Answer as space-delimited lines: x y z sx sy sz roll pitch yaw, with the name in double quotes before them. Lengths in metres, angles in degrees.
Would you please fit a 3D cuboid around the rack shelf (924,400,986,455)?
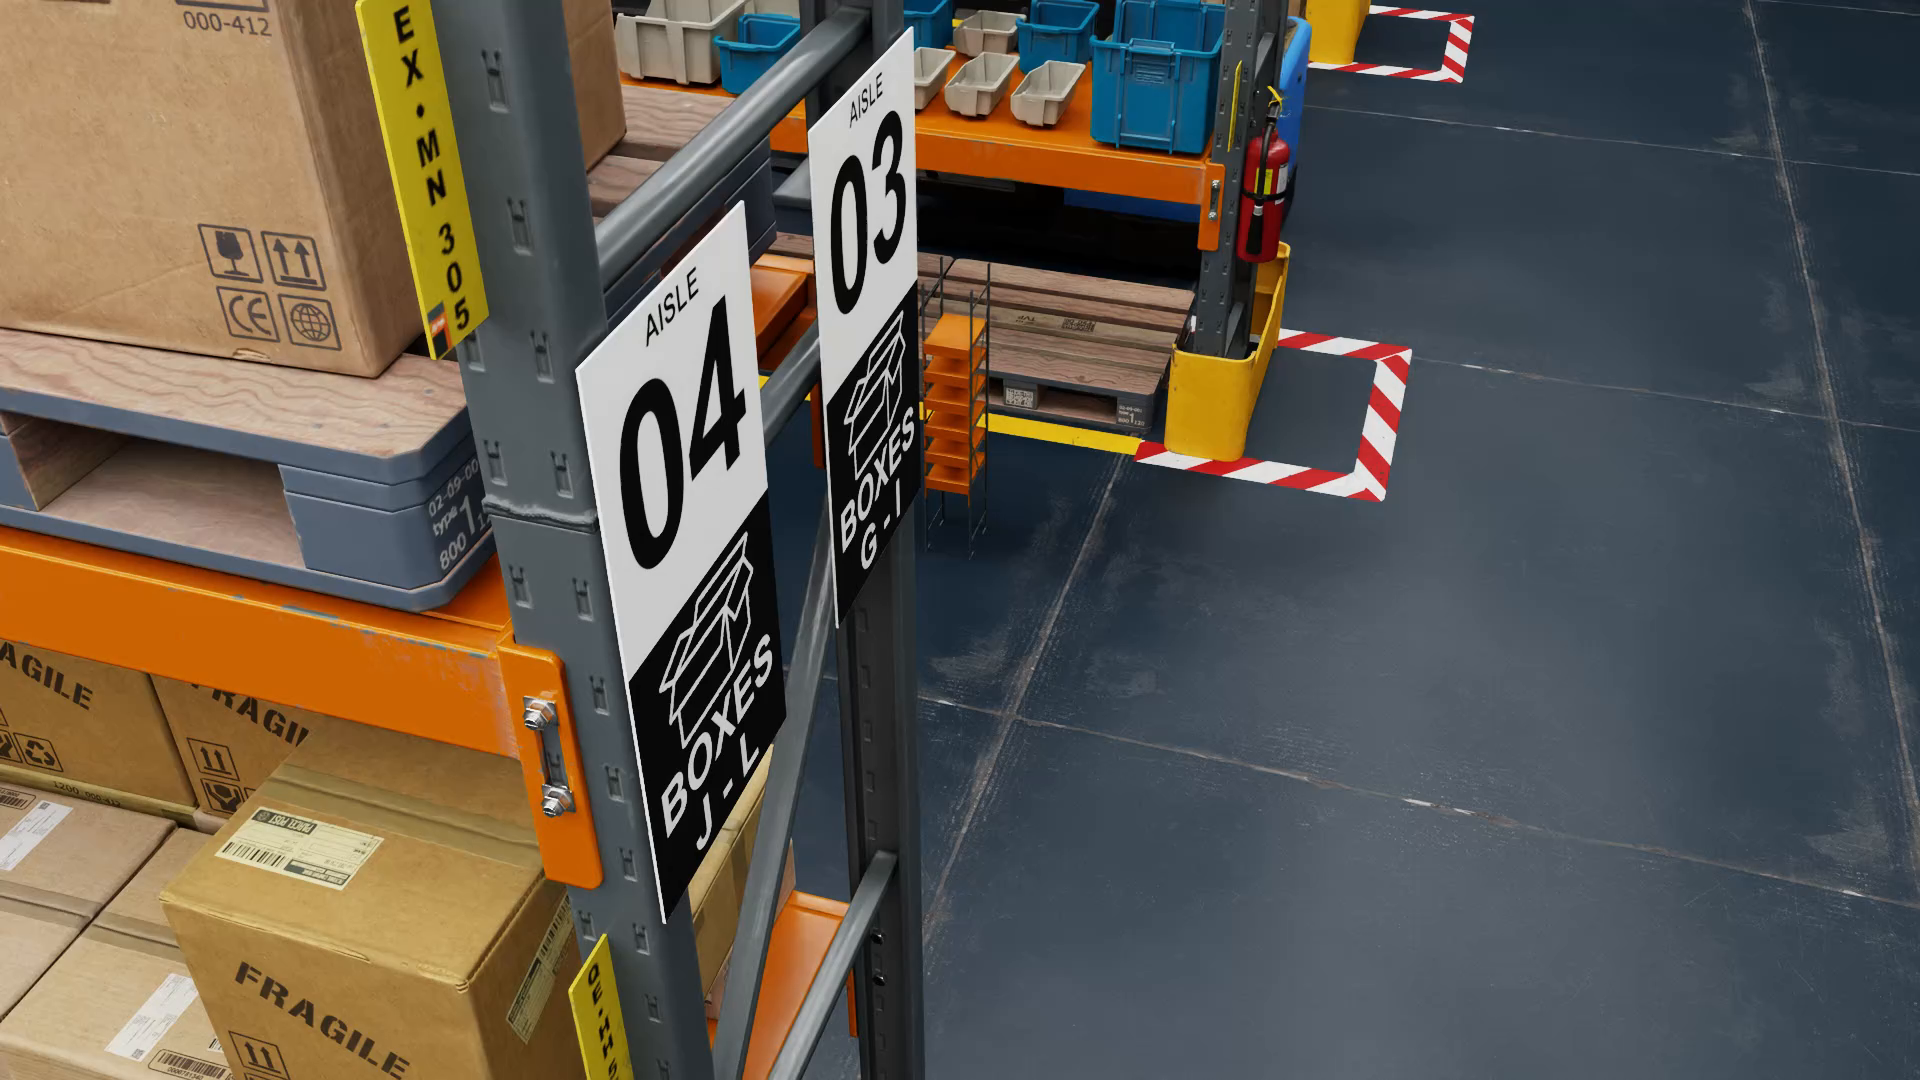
"rack shelf" -0.014 -0.450 6.424 0.180 0.103 0.258 10 38 14

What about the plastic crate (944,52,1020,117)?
"plastic crate" 0.087 -1.913 6.990 0.243 0.136 0.396 10 38 14

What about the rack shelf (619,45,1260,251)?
"rack shelf" -0.717 -1.958 7.486 4.000 0.370 1.077 10 38 14

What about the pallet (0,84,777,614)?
"pallet" -0.996 -0.389 2.292 1.213 0.211 1.003 10 38 14

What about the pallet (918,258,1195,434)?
"pallet" 0.417 -0.939 7.847 1.213 0.211 1.003 10 38 14

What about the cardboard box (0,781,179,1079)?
"cardboard box" -1.796 0.734 3.098 0.500 0.250 0.500 9 37 12

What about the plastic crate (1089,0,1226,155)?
"plastic crate" 0.817 -1.886 6.701 0.499 0.435 0.616 10 38 14

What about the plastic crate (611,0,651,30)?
"plastic crate" -1.477 -2.468 7.755 0.590 0.125 0.437 10 38 14

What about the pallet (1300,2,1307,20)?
"pallet" 1.839 -3.726 11.635 1.213 0.211 1.003 10 38 14

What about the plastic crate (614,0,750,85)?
"plastic crate" -1.223 -2.203 7.262 0.530 0.282 0.437 10 38 14

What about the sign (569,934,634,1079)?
"sign" -0.460 0.651 2.158 0.005 0.325 0.100 10 38 14

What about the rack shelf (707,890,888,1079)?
"rack shelf" -2.194 0.845 3.679 4.000 0.370 1.077 10 38 14

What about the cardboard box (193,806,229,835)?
"cardboard box" -1.161 0.523 3.384 0.500 0.250 0.500 10 38 13

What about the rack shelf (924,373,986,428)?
"rack shelf" -0.014 -0.547 6.353 0.180 0.103 0.258 10 38 14

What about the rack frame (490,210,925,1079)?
"rack frame" -0.285 0.909 2.985 0.127 3.000 1.000 10 38 14

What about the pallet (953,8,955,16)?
"pallet" -0.490 -4.158 12.221 1.213 0.211 1.003 10 38 14

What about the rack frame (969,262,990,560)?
"rack frame" 0.074 -0.470 6.376 0.006 1.200 0.240 10 38 14

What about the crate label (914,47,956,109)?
"crate label" -0.186 -1.948 7.038 0.243 0.136 0.396 10 38 14

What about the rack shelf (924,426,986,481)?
"rack shelf" -0.014 -0.353 6.495 0.180 0.103 0.258 10 38 14

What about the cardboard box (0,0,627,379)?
"cardboard box" -0.797 -0.611 1.996 0.500 0.500 0.700 8 37 11

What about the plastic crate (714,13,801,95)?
"plastic crate" -0.845 -2.069 7.121 0.300 0.233 0.416 10 38 14

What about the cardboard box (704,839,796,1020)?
"cardboard box" -0.525 0.760 3.398 0.250 0.149 0.380 11 38 14

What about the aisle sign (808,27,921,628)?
"aisle sign" -0.127 -0.295 2.428 0.004 0.787 0.394 10 38 14

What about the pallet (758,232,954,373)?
"pallet" -0.744 -1.155 8.141 1.213 0.211 1.003 10 38 14

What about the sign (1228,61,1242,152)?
"sign" 1.044 -1.645 6.317 0.005 0.325 0.100 10 38 14

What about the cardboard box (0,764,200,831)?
"cardboard box" -1.639 0.433 3.507 0.500 0.250 0.500 9 37 12

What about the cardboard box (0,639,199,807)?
"cardboard box" -1.636 0.133 3.282 0.500 0.500 0.500 10 37 13

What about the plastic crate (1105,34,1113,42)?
"plastic crate" 0.773 -2.145 7.306 0.298 0.136 0.250 10 38 14

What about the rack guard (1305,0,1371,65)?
"rack guard" 2.600 -3.703 11.359 0.348 0.500 1.175 10 38 14

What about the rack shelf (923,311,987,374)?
"rack shelf" -0.014 -0.740 6.211 0.180 0.103 0.258 10 38 14

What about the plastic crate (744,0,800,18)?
"plastic crate" -0.874 -2.381 7.626 0.466 0.136 0.293 10 38 14

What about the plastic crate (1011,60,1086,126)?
"plastic crate" 0.360 -1.853 6.910 0.243 0.136 0.396 10 38 14

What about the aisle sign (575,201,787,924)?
"aisle sign" -0.305 0.044 1.967 0.004 0.787 0.394 10 38 14

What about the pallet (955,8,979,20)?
"pallet" 0.678 -3.943 11.930 1.213 0.211 1.003 10 38 14

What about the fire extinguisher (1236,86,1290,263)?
"fire extinguisher" 1.201 -1.429 6.540 0.183 0.674 0.296 10 38 14

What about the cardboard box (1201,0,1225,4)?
"cardboard box" 1.721 -3.811 11.417 0.250 0.166 0.380 10 38 14

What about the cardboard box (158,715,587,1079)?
"cardboard box" -0.828 0.610 2.634 0.500 0.500 0.500 11 38 14

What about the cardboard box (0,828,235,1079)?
"cardboard box" -1.310 0.824 2.976 0.500 0.250 0.500 10 37 13

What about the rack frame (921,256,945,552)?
"rack frame" -0.101 -0.502 6.420 0.006 1.200 0.240 10 38 14

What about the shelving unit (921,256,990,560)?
"shelving unit" -0.014 -0.486 6.398 0.189 1.200 0.258 10 38 14

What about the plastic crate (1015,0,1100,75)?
"plastic crate" 0.426 -2.197 7.295 0.300 0.233 0.416 10 38 14

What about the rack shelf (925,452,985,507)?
"rack shelf" -0.014 -0.257 6.566 0.180 0.103 0.258 10 38 14

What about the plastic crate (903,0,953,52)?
"plastic crate" -0.202 -2.313 7.453 0.300 0.233 0.416 10 38 14

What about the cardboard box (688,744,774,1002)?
"cardboard box" -0.662 0.612 3.264 0.500 0.250 0.500 10 37 13

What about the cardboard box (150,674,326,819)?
"cardboard box" -1.140 0.221 3.162 0.500 0.500 0.500 10 37 13

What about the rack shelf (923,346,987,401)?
"rack shelf" -0.014 -0.643 6.282 0.180 0.103 0.258 10 38 14

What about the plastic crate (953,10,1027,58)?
"plastic crate" 0.126 -2.265 7.469 0.298 0.136 0.250 10 38 14

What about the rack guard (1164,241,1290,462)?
"rack guard" 1.219 -0.890 7.538 0.348 0.500 1.175 10 38 14

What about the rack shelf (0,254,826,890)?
"rack shelf" -2.194 -0.363 2.789 4.000 0.370 1.077 10 38 14

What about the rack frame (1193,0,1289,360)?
"rack frame" 1.192 -1.894 6.793 0.127 3.000 1.000 10 38 14

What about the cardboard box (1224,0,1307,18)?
"cardboard box" 2.080 -3.823 11.151 0.500 0.500 0.500 10 38 14

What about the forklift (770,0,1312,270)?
"forklift" 0.262 -3.028 8.392 3.031 2.935 1.130 11 38 15

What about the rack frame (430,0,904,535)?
"rack frame" -0.285 -1.508 1.207 0.127 3.000 1.000 10 38 14

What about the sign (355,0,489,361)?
"sign" -0.460 -0.320 1.443 0.005 0.325 0.100 10 38 14
